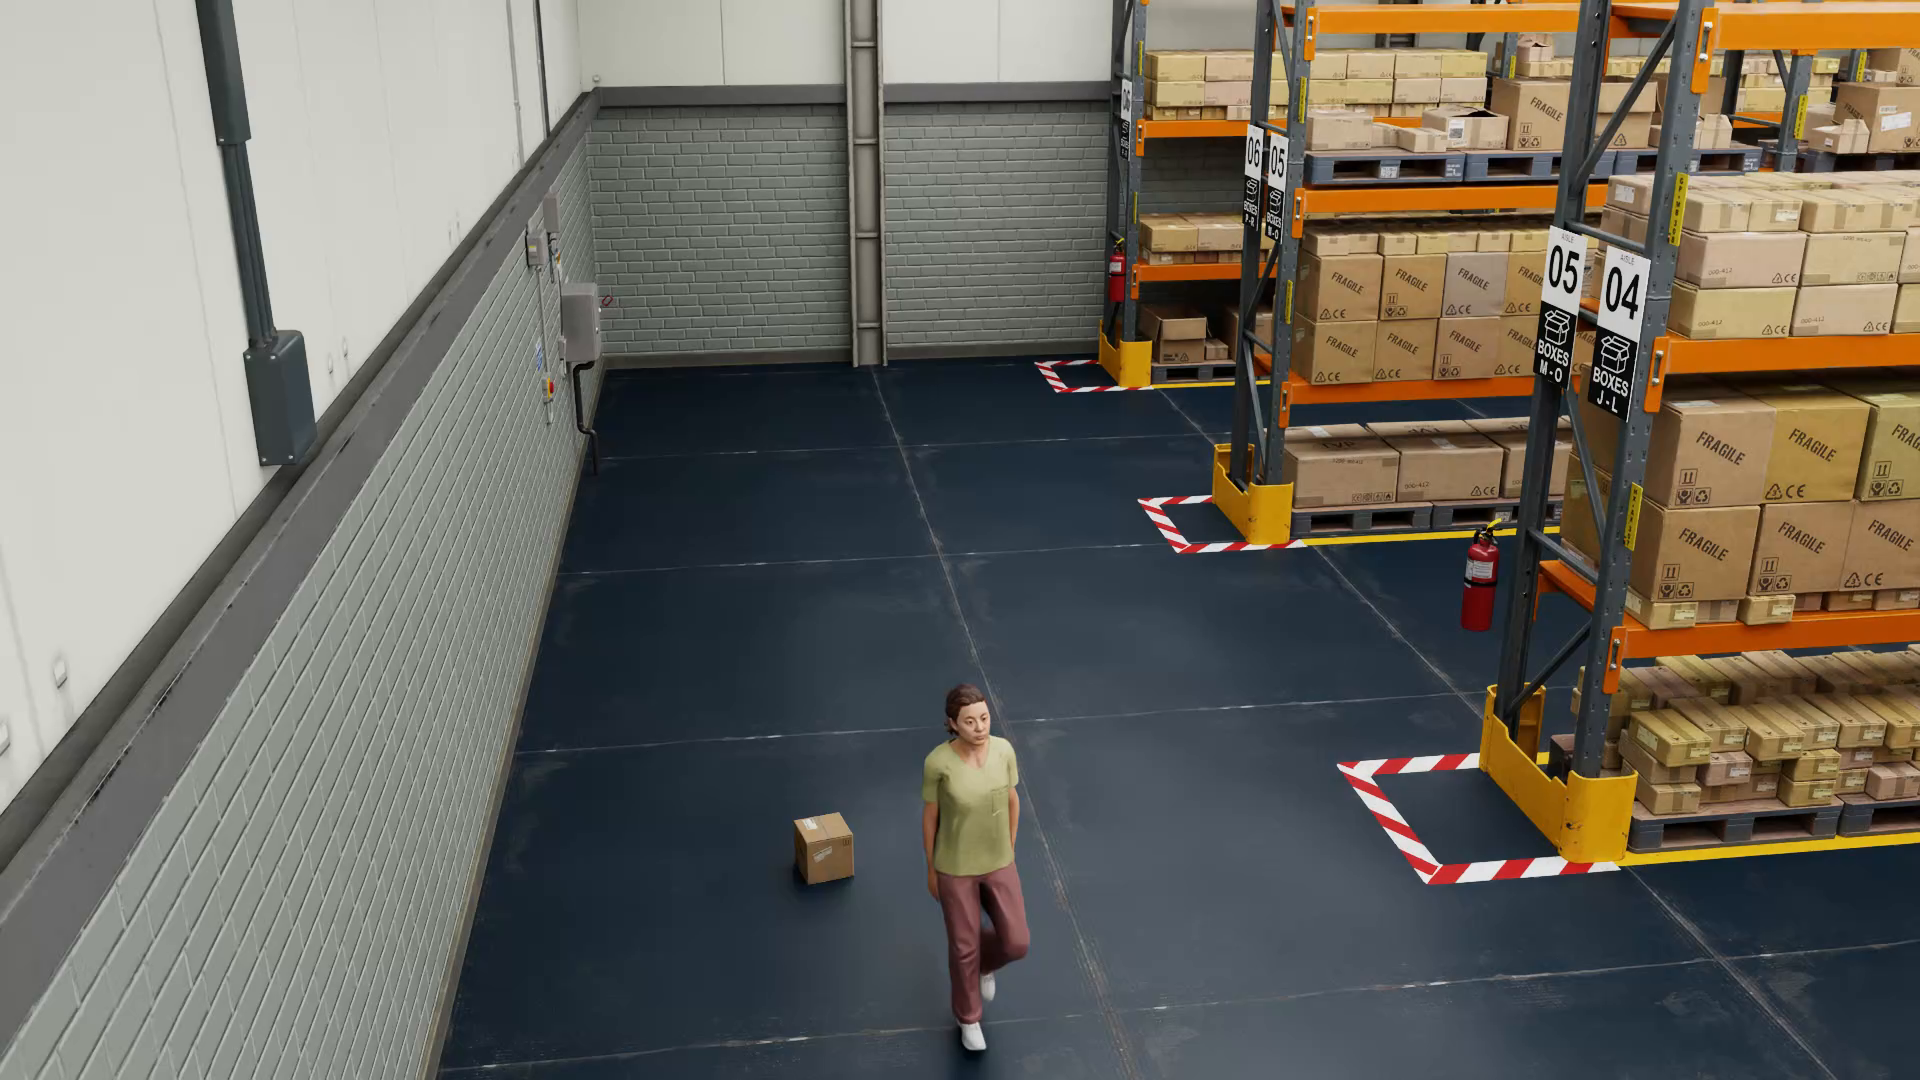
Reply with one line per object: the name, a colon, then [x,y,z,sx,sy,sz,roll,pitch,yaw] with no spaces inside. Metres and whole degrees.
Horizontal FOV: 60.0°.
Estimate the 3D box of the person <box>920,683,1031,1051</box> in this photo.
person: [0.054,1.391,7.216,0.448,1.657,0.510,-6,21,-16]
